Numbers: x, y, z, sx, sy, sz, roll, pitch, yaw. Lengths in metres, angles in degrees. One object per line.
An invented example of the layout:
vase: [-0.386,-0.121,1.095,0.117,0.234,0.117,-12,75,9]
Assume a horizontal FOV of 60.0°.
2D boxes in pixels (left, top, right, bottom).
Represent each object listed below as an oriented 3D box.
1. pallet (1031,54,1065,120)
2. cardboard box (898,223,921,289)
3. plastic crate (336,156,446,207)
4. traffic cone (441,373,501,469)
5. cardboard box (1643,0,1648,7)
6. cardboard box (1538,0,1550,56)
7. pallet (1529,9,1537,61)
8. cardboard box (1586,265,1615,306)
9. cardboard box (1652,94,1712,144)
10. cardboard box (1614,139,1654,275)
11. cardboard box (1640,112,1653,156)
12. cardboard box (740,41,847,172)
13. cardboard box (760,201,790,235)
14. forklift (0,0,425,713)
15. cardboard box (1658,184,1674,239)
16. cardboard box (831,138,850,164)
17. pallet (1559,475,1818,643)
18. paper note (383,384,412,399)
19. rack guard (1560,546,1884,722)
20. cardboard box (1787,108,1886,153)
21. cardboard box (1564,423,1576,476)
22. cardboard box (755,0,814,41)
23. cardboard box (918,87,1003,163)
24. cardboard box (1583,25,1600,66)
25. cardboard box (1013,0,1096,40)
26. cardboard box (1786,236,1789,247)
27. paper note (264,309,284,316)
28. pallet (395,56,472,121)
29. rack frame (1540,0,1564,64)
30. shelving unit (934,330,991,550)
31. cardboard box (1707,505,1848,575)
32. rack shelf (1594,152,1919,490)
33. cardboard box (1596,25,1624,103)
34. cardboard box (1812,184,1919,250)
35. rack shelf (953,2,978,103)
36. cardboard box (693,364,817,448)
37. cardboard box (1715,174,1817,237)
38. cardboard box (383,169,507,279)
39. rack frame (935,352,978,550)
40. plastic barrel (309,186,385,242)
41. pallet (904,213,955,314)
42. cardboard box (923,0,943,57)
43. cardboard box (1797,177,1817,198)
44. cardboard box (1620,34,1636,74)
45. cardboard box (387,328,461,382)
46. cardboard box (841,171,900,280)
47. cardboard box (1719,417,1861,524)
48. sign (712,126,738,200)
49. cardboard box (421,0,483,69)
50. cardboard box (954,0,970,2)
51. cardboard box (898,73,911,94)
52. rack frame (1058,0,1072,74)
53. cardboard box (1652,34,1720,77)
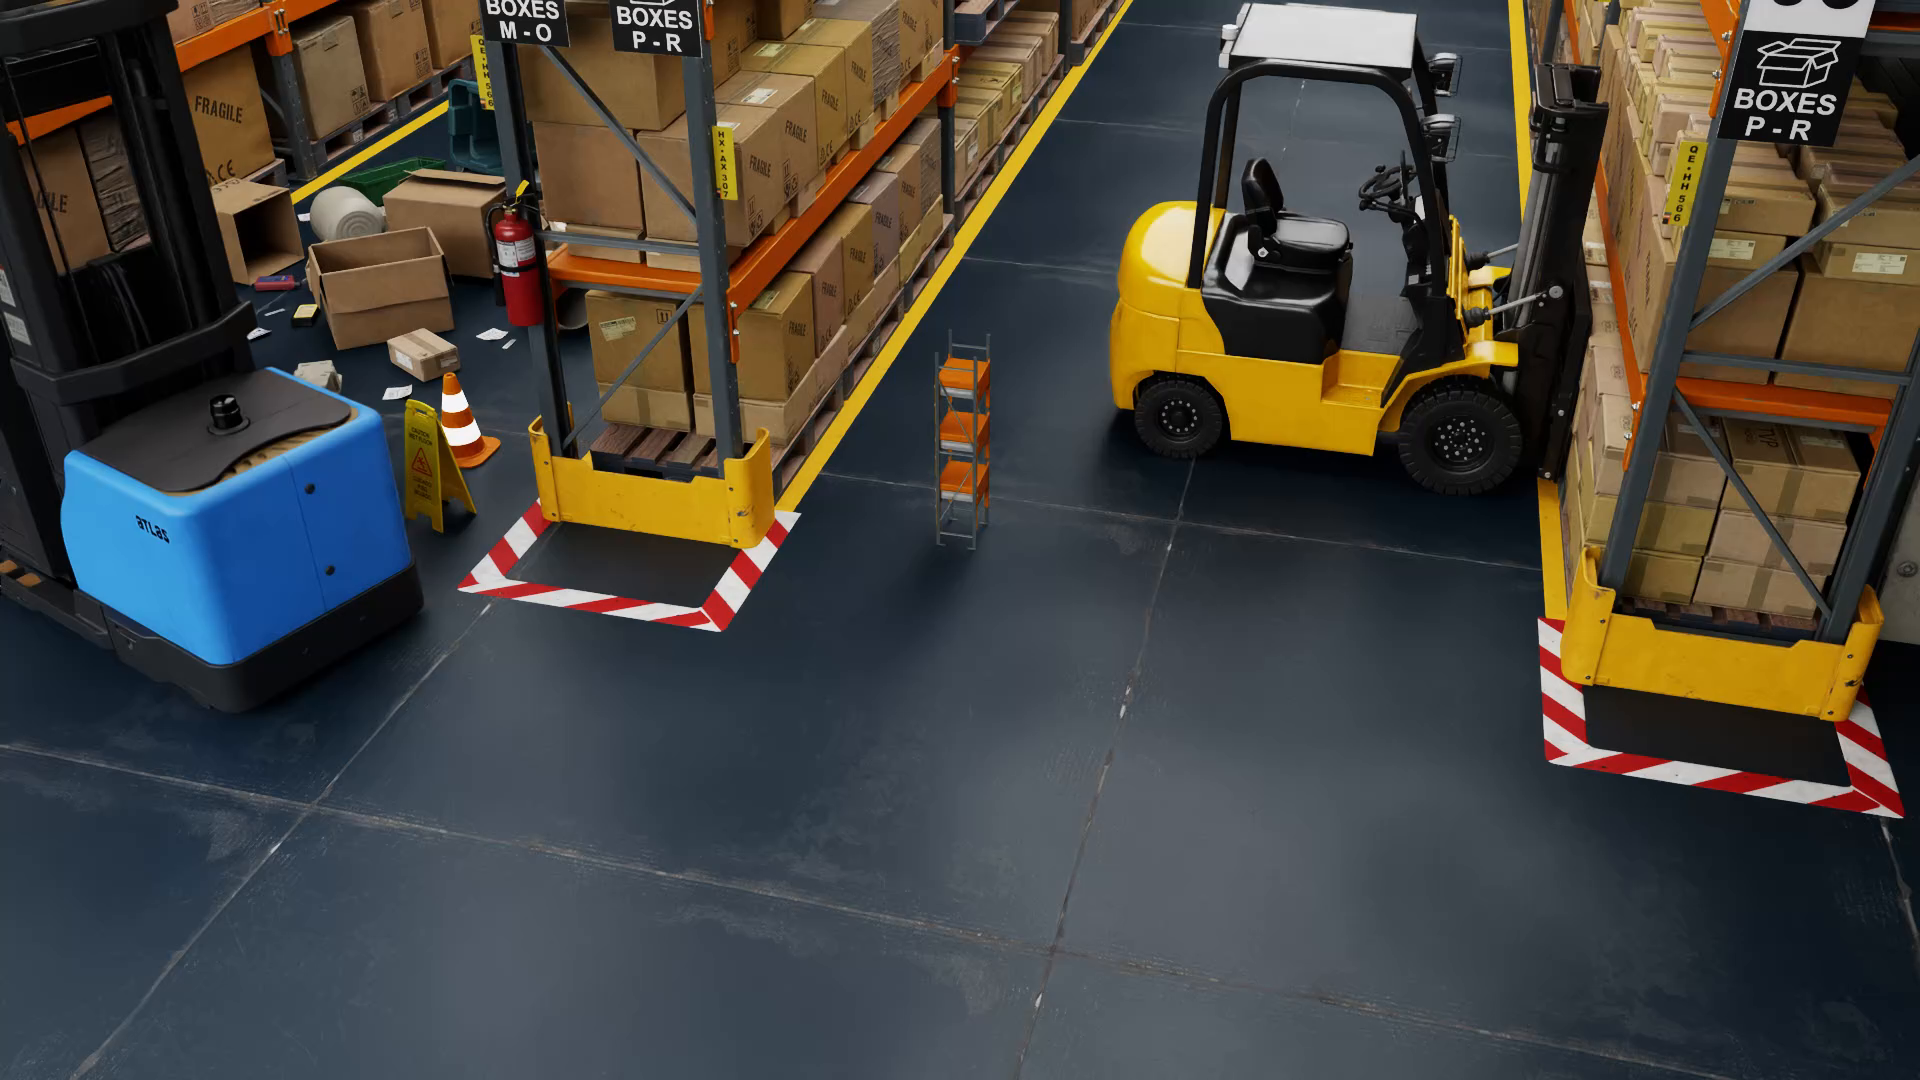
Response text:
pallet: [0.282,-3.913,14.209,1.003,0.211,1.213,8,33,12]
cardboard box: [-0.549,-1.815,10.481,0.500,0.250,0.500,7,33,11]
plastic crate: [-4.124,-2.610,12.127,0.662,0.188,0.450,-28,32,-37]
traffic cone: [-2.687,-0.672,8.876,0.336,0.463,0.334,8,33,12]
cardboard box: [3.939,-2.912,9.059,0.380,0.149,0.250,9,33,13]
cardboard box: [5.320,-4.451,14.394,0.500,0.500,0.500,8,33,12]
pallet: [5.821,-4.658,15.381,1.003,0.211,1.213,8,33,12]
cardboard box: [3.447,-1.181,8.552,0.500,0.250,0.500,7,33,11]
cardboard box: [3.307,-1.867,7.416,0.380,0.149,0.250,9,33,14]
cardboard box: [3.395,-1.537,7.779,0.500,0.500,0.500,7,33,11]
cardboard box: [3.372,-1.873,7.703,0.380,0.149,0.250,8,33,13]
cardboard box: [-0.904,-2.254,8.628,0.500,0.500,0.500,7,33,11]
cardboard box: [-1.066,-1.646,8.277,0.380,0.149,0.250,7,33,11]
forklift: [-3.962,-1.125,7.287,3.031,2.935,1.130,21,38,29]
cardboard box: [3.106,-1.341,6.865,0.380,0.149,0.250,9,33,13]
cardboard box: [-0.820,-2.188,9.130,0.380,0.149,0.250,7,33,11]
pallet: [3.407,0.104,7.889,1.003,0.211,1.213,8,33,12]
paper note: [-3.234,-0.853,9.563,0.148,0.019,0.142,-3,33,-4]
rack guard: [3.247,0.397,7.159,1.175,0.500,0.348,8,33,12]
cardboard box: [3.817,-1.793,7.300,0.380,0.149,0.250,9,34,14]
cardboard box: [3.338,-0.489,8.395,0.500,0.250,0.500,8,33,13]
cardboard box: [-1.204,-3.009,8.884,0.700,0.500,0.500,8,33,12]
cardboard box: [-0.224,-3.134,12.442,0.950,0.372,0.625,10,34,15]
cardboard box: [4.143,-2.980,10.281,0.500,0.250,0.500,9,33,13]
cardboard box: [0.737,-5.123,15.102,0.875,0.875,0.875,8,33,12]
cardboard box: [3.758,-1.205,7.256,0.500,0.500,0.500,9,34,14]
paper note: [-4.328,-1.439,10.504,0.032,0.001,0.123,28,42,36]
pallet: [-4.917,-3.910,14.204,1.003,0.211,1.213,8,33,12]
rack frame: [5.284,-4.821,13.038,1.000,3.000,0.127,8,33,12]
shelving unit: [0.014,-0.471,8.012,0.215,1.050,0.252,8,33,12]
cardboard box: [3.574,-0.114,7.338,0.500,0.250,0.500,9,33,13]
rack shelf: [3.761,-1.404,8.334,1.077,0.370,4.000,8,33,12]
cardboard box: [3.903,-2.593,9.440,0.500,0.500,0.500,7,33,11]
cardboard box: [3.545,-1.257,6.456,0.380,0.149,0.250,7,33,11]
rack shelf: [-0.026,-4.154,12.659,1.077,0.370,4.000,8,33,12]
cardboard box: [-1.077,-0.742,8.792,0.500,0.250,0.500,8,33,12]
cardboard box: [3.140,-1.326,6.565,0.380,0.149,0.250,8,33,12]
cardboard box: [-3.323,-2.090,10.943,0.797,0.637,0.503,8,33,12]
rack frame: [-0.017,-0.408,7.912,0.200,1.050,0.008,8,33,12]
plastic barrel: [-4.151,-2.156,11.247,0.421,0.421,0.512,-21,38,-29]
pallet: [-0.670,-1.890,11.026,1.003,0.211,1.213,8,33,12]
cardboard box: [-0.406,-3.323,10.311,0.500,0.500,0.500,7,33,11]
cardboard box: [3.662,-1.394,6.949,0.380,0.149,0.250,7,33,12]
cardboard box: [3.695,-2.541,8.753,0.380,0.149,0.250,9,33,13]
cardboard box: [-3.170,-1.096,9.835,0.380,0.149,0.250,28,42,36]
cardboard box: [-0.680,-1.880,9.884,0.500,0.500,0.500,10,34,15]
cardboard box: [3.558,-0.333,7.217,0.500,0.250,0.500,8,33,12]
sign: [-1.024,-1.635,7.220,0.100,0.325,0.005,8,33,12]
cardboard box: [-4.792,-4.587,14.375,1.050,0.750,0.750,9,33,13]
cardboard box: [-0.088,-3.735,11.171,0.380,0.149,0.250,8,33,13]
cardboard box: [-0.519,-2.850,10.172,0.380,0.149,0.250,8,33,13]
rack frame: [0.481,-5.495,14.098,1.000,3.000,0.127,8,33,12]
cardboard box: [3.650,-2.383,8.227,0.380,0.149,0.250,8,33,12]
